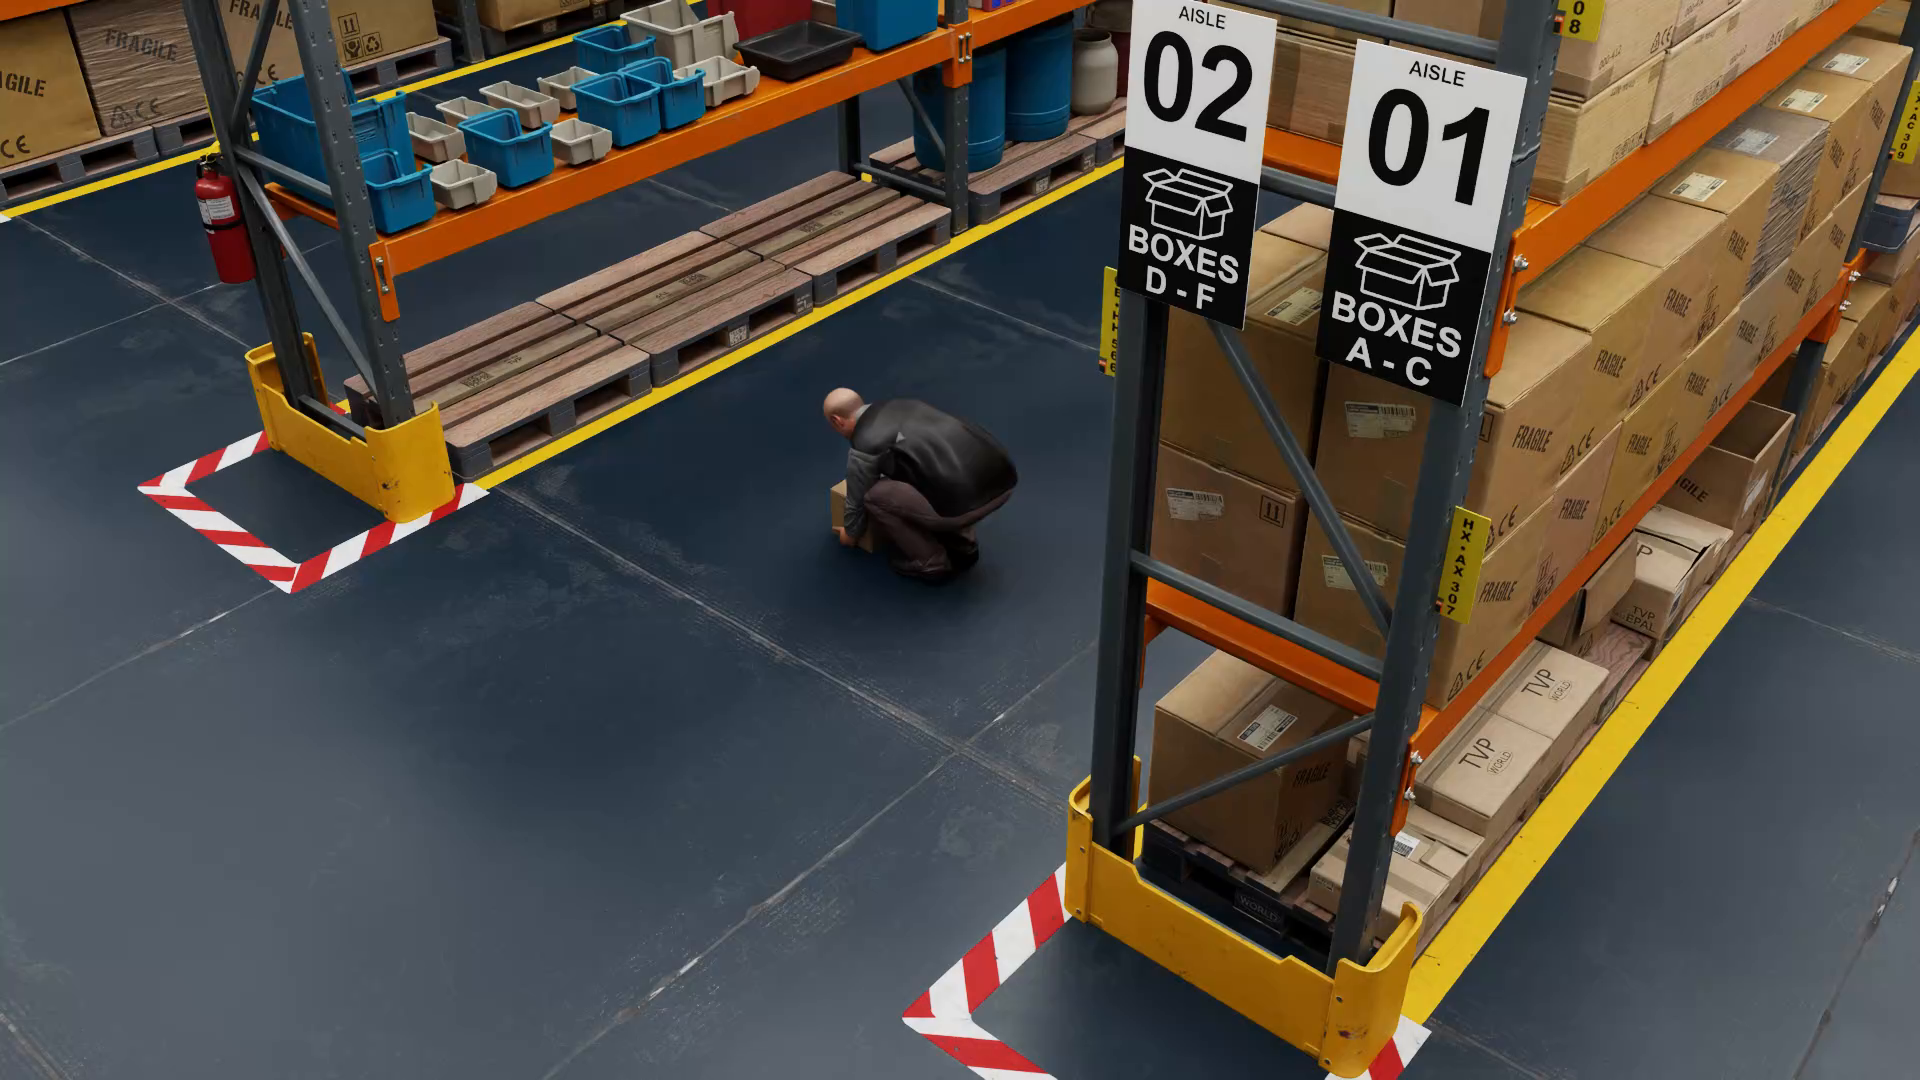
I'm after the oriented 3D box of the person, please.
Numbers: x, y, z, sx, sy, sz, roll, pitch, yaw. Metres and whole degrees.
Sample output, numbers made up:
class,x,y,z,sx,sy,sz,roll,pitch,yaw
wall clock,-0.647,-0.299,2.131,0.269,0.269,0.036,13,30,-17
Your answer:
class,x,y,z,sx,sy,sz,roll,pitch,yaw
person,-0.201,-0.266,7.354,0.950,0.839,0.497,24,41,31
